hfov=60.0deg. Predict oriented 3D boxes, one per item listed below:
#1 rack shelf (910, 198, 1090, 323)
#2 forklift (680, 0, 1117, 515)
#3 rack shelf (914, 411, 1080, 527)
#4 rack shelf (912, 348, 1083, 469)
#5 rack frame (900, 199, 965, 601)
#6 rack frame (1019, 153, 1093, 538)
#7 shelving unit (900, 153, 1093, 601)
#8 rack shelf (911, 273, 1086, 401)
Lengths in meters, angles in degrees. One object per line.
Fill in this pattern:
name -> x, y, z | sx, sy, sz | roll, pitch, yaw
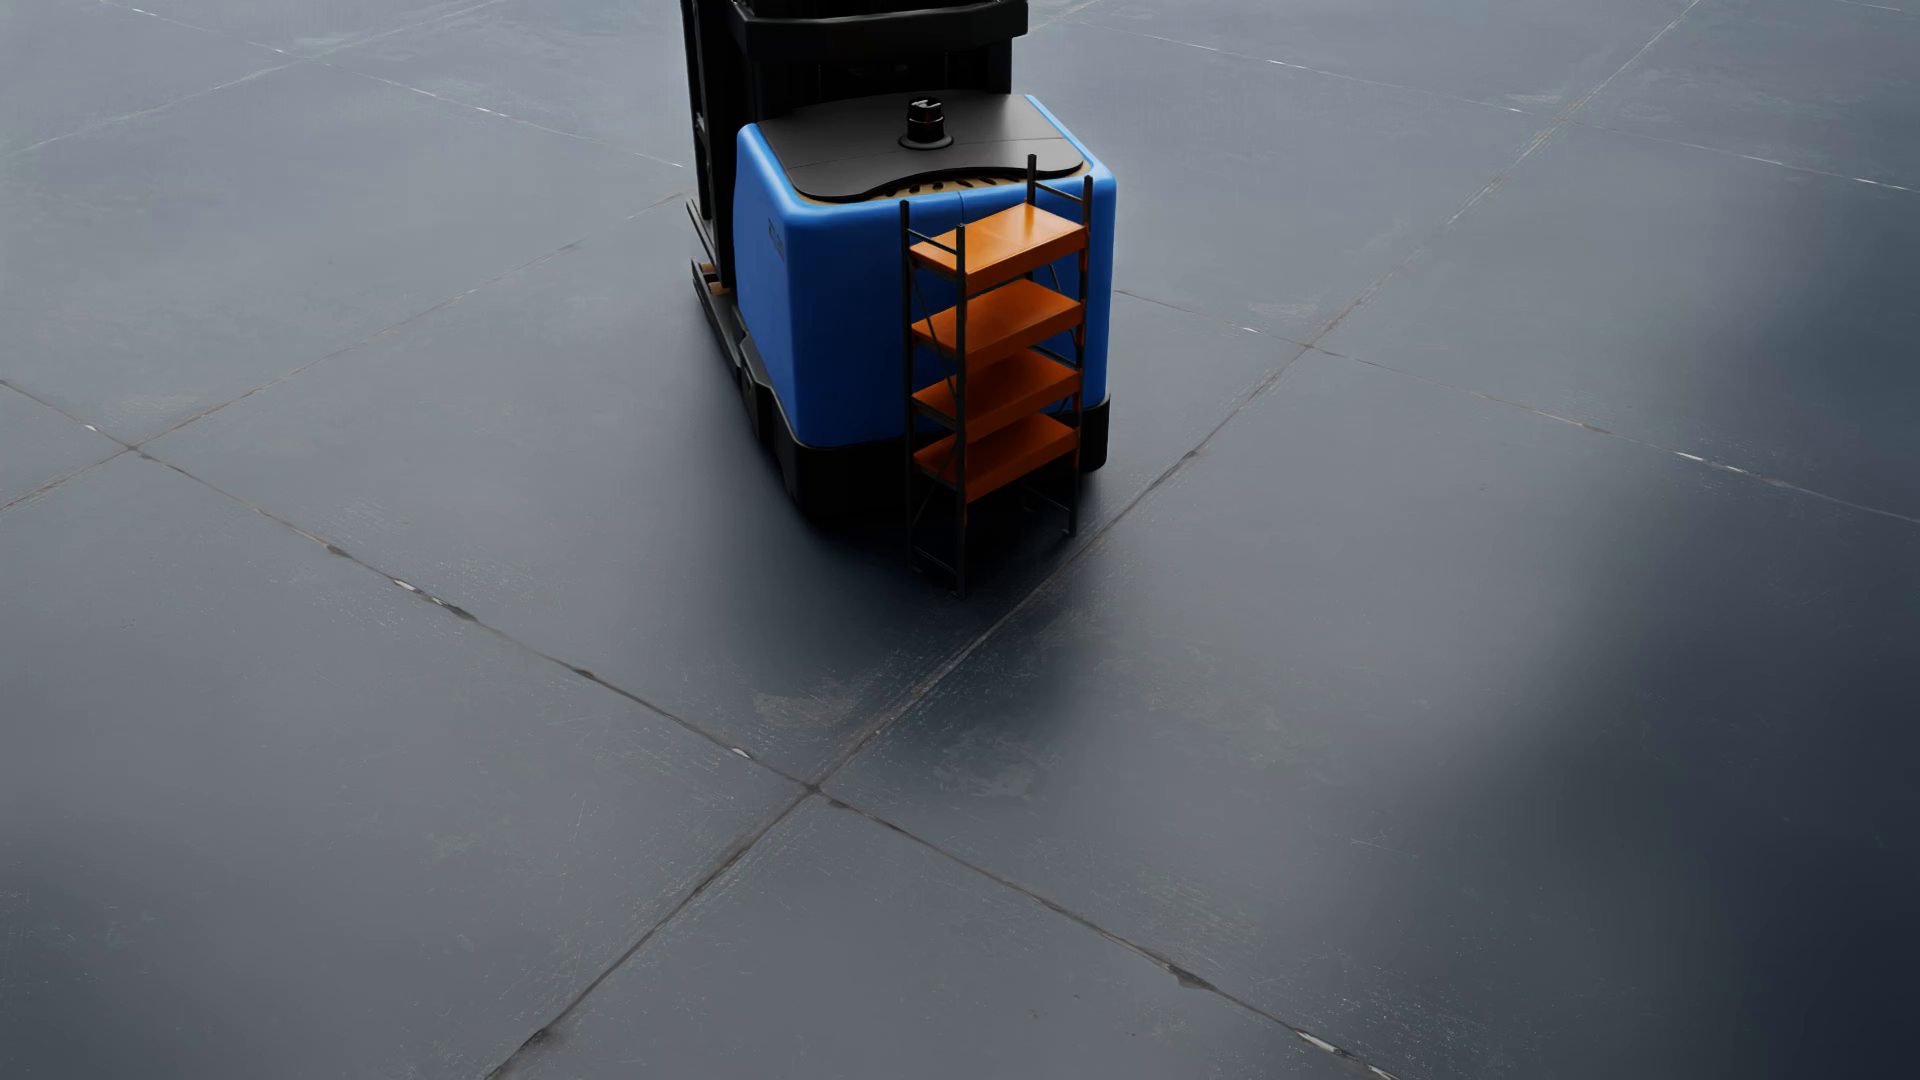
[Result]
rack shelf -> 0.103, -0.785, 4.639 | 0.480, 0.148, 0.258 | -28, 43, -35
forklift -> -0.435, -2.114, 5.760 | 1.130, 2.935, 3.031 | -10, 35, -14
rack shelf -> 0.103, -0.240, 5.008 | 0.480, 0.148, 0.258 | -28, 43, -35
rack shelf -> 0.103, -0.404, 4.897 | 0.480, 0.148, 0.258 | -28, 43, -35
rack frame -> -0.074, -0.366, 4.720 | 0.015, 1.200, 0.240 | -28, 43, -35
rack frame -> 0.280, -0.554, 4.998 | 0.015, 1.200, 0.240 | -28, 43, -35
shelving unit -> 0.103, -0.460, 4.859 | 0.503, 1.200, 0.258 | -28, 43, -35
rack shelf -> 0.103, -0.589, 4.771 | 0.480, 0.148, 0.258 | -28, 43, -35
